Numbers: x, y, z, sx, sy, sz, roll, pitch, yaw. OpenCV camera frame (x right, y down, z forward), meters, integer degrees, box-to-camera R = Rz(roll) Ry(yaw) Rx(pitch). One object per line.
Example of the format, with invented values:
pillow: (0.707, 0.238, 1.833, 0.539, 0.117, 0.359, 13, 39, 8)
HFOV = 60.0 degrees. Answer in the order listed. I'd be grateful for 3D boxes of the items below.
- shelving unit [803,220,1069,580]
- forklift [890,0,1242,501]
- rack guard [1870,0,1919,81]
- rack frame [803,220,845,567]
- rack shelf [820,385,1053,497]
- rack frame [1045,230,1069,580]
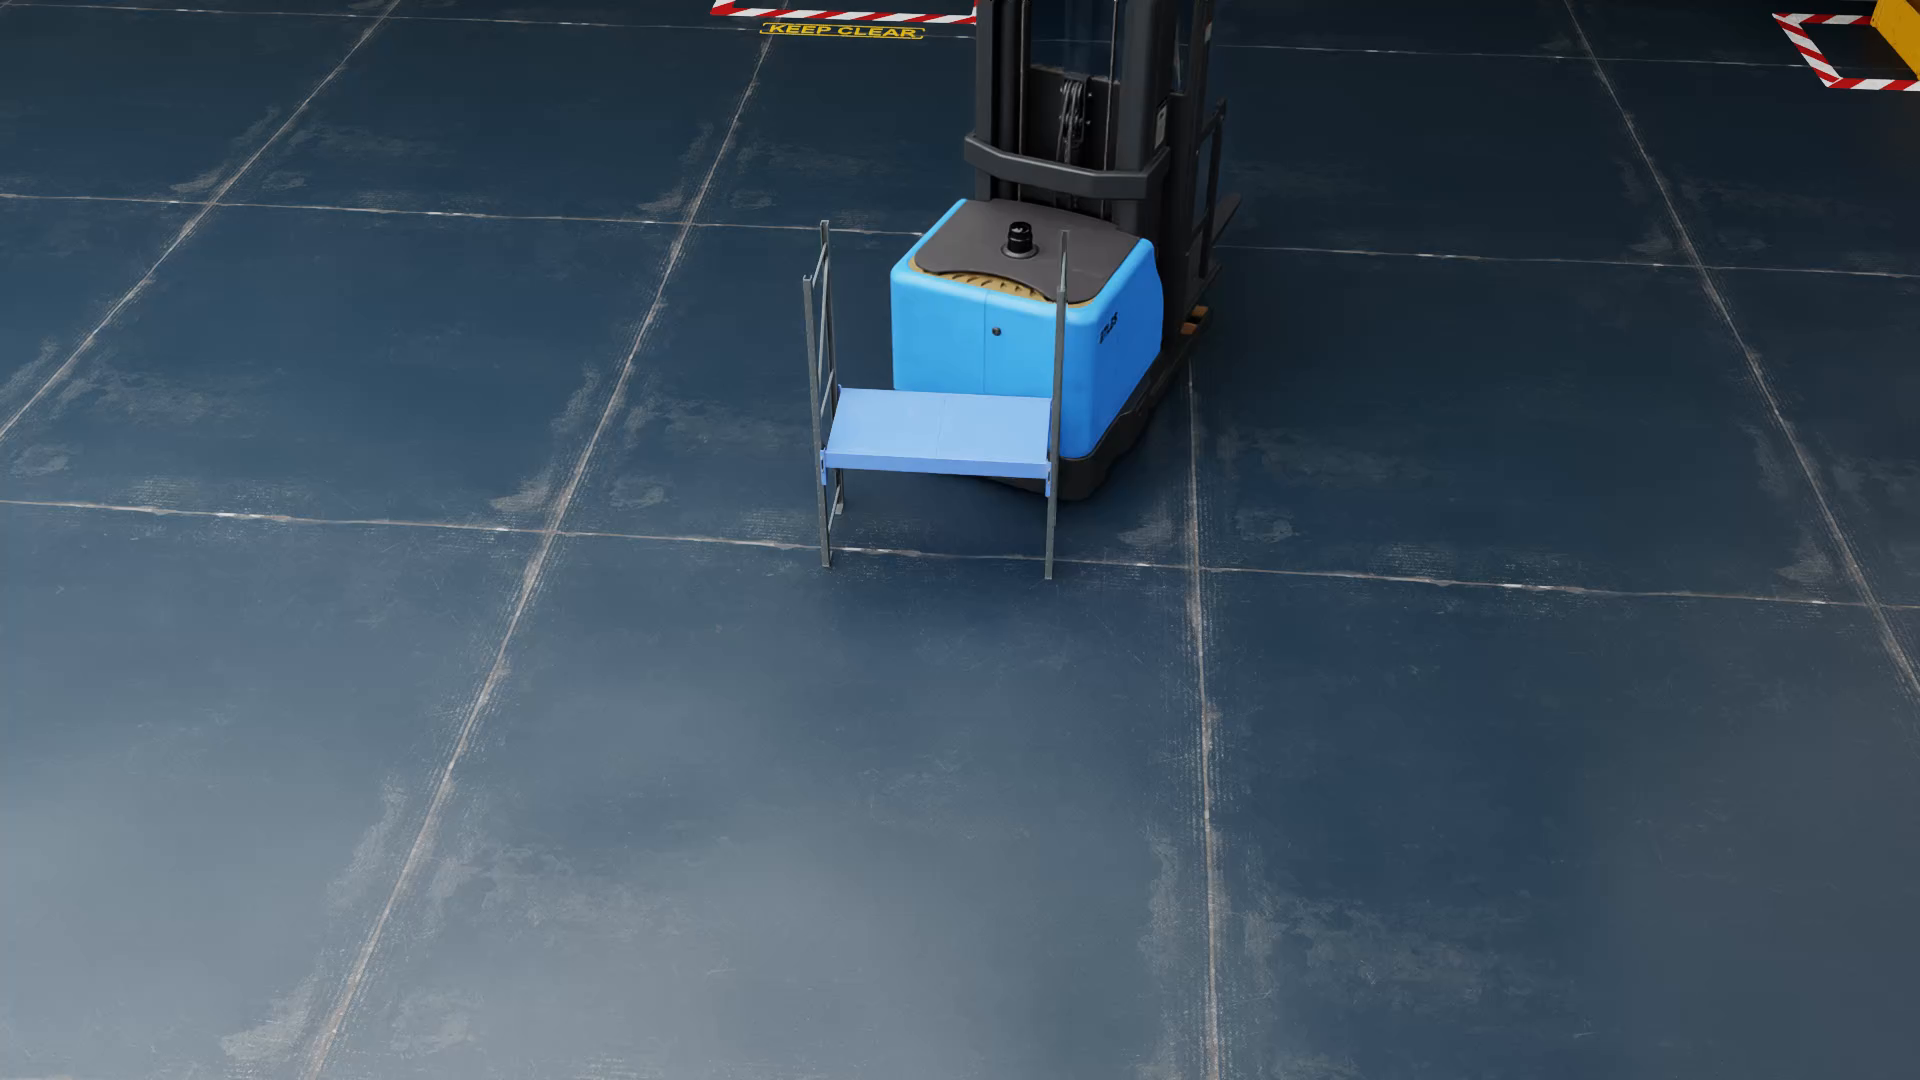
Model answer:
shelving unit: (-0.085, -0.586, 7.282, 1.048, 1.500, 0.538, 3, 39, 4)
forklift: (0.743, -2.250, 8.193, 1.130, 2.935, 3.031, 16, 42, 19)
rack guard: (6.986, -3.748, 11.959, 0.348, 0.500, 1.175, 3, 39, 4)
rack frame: (-0.591, -0.614, 7.316, 0.032, 1.500, 0.500, 3, 39, 4)
rack shelf: (-0.085, -0.447, 7.396, 1.000, 0.185, 0.538, 3, 39, 4)
rack frame: (0.421, -0.559, 7.248, 0.032, 1.500, 0.500, 3, 39, 4)
